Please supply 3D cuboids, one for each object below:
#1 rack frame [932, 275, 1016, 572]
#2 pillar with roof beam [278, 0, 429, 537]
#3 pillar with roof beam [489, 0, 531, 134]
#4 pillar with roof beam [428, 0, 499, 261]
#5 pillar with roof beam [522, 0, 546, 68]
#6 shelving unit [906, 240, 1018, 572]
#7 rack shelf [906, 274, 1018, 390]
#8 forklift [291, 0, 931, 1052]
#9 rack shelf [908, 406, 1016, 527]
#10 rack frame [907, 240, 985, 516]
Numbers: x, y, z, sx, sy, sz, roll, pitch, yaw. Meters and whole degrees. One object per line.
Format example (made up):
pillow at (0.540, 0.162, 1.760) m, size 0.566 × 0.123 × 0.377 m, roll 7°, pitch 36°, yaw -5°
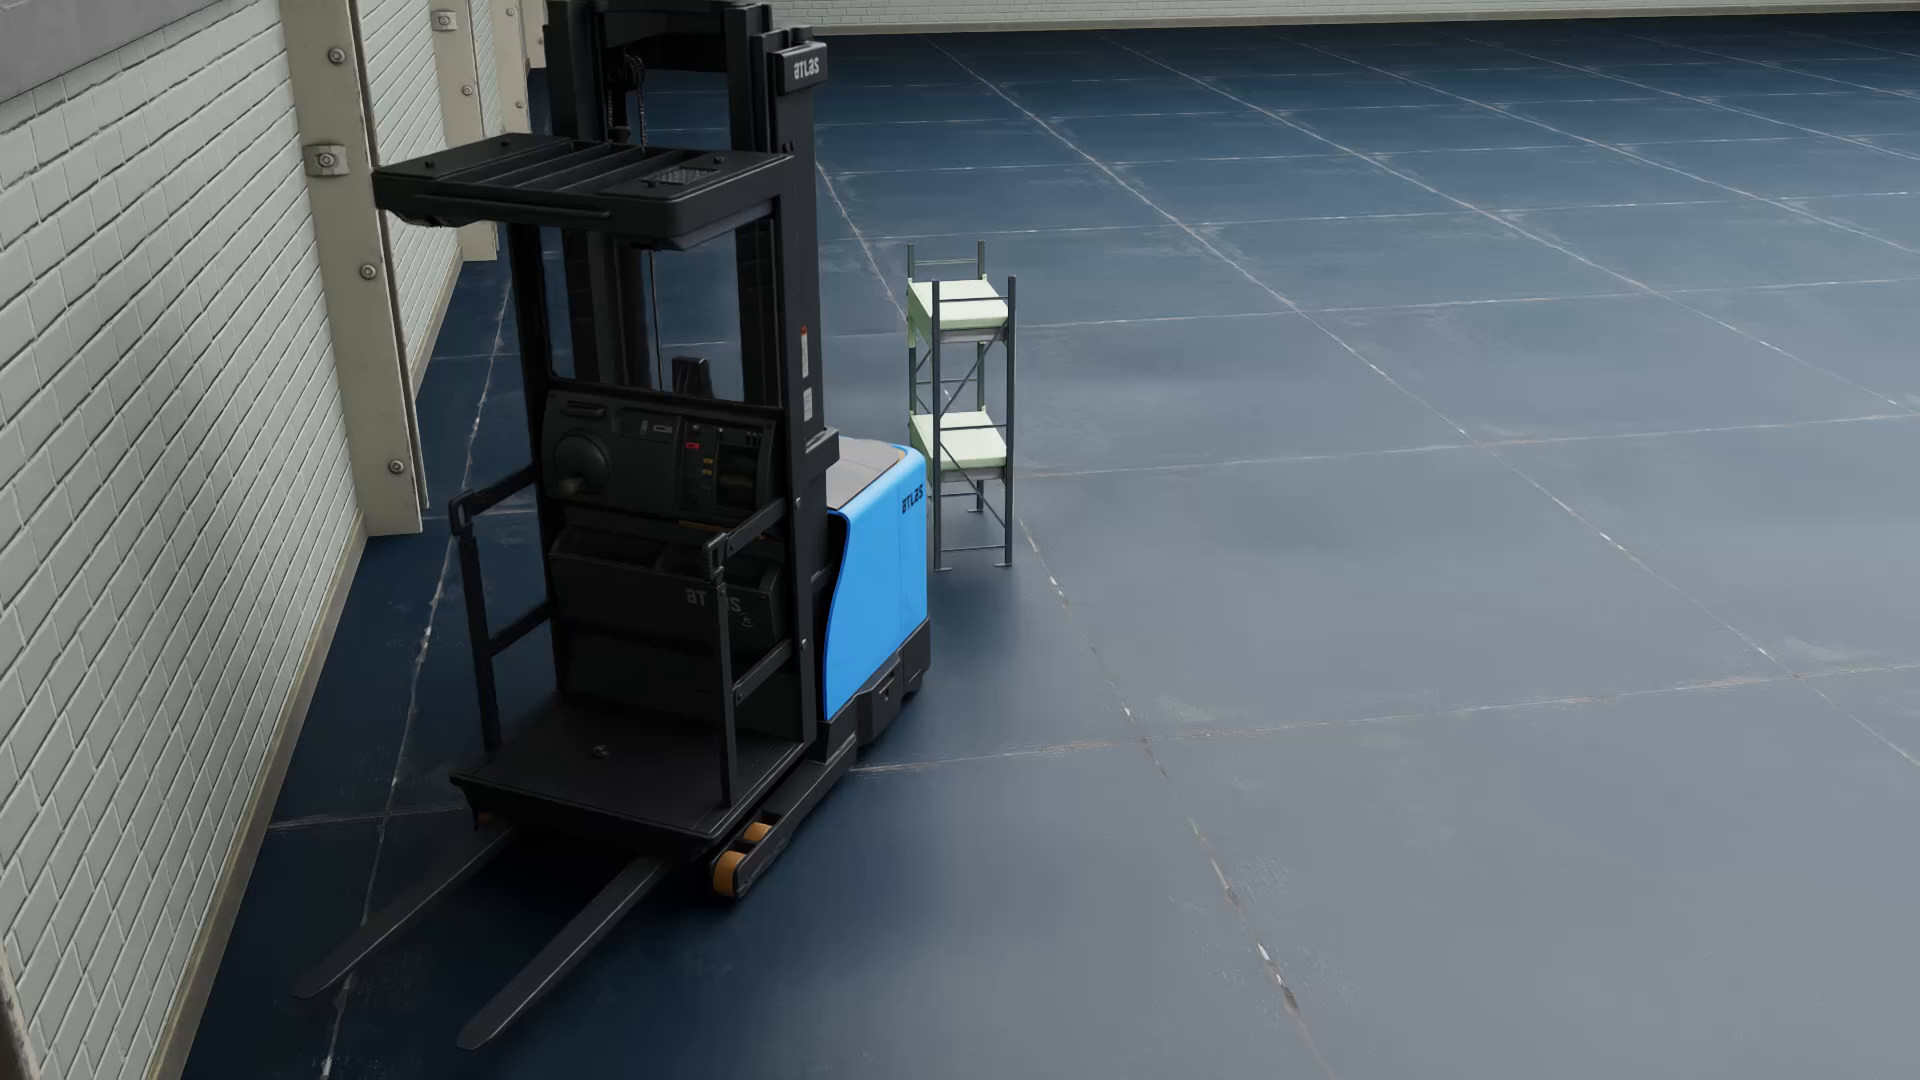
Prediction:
rack frame at (0.066, -0.546, 8.126) m, size 0.400 × 1.500 × 0.023 m, roll -4°, pitch 24°, yaw -10°
pillar with roof beam at (1.179, -4.548, 7.920) m, size 9.100 × 9.000 × 0.400 m, roll -4°, pitch 24°, yaw -10°
pillar with roof beam at (-1.040, -9.268, 18.727) m, size 9.100 × 9.000 × 0.400 m, roll -4°, pitch 24°, yaw -10°
pillar with roof beam at (0.070, -6.908, 13.324) m, size 9.100 × 9.000 × 0.400 m, roll -4°, pitch 24°, yaw -10°
pillar with roof beam at (-2.149, -11.628, 24.131) m, size 9.100 × 9.000 × 0.400 m, roll -4°, pitch 24°, yaw -10°
shelving unit at (-0.001, -0.690, 8.456) m, size 0.431 × 1.500 × 0.755 m, roll -4°, pitch 24°, yaw -10°
rack shelf at (-0.001, -1.048, 8.300) m, size 0.431 × 0.370 × 0.720 m, roll -4°, pitch 24°, yaw -10°
forklift at (-1.152, -0.272, 5.711) m, size 1.130 × 2.935 × 3.031 m, roll 9°, pitch 25°, yaw 20°
rack shelf at (-0.001, -0.391, 8.586) m, size 0.431 × 0.370 × 0.720 m, roll -4°, pitch 24°, yaw -10°
rack frame at (-0.069, -0.834, 8.785) m, size 0.400 × 1.500 × 0.023 m, roll -4°, pitch 24°, yaw -10°
